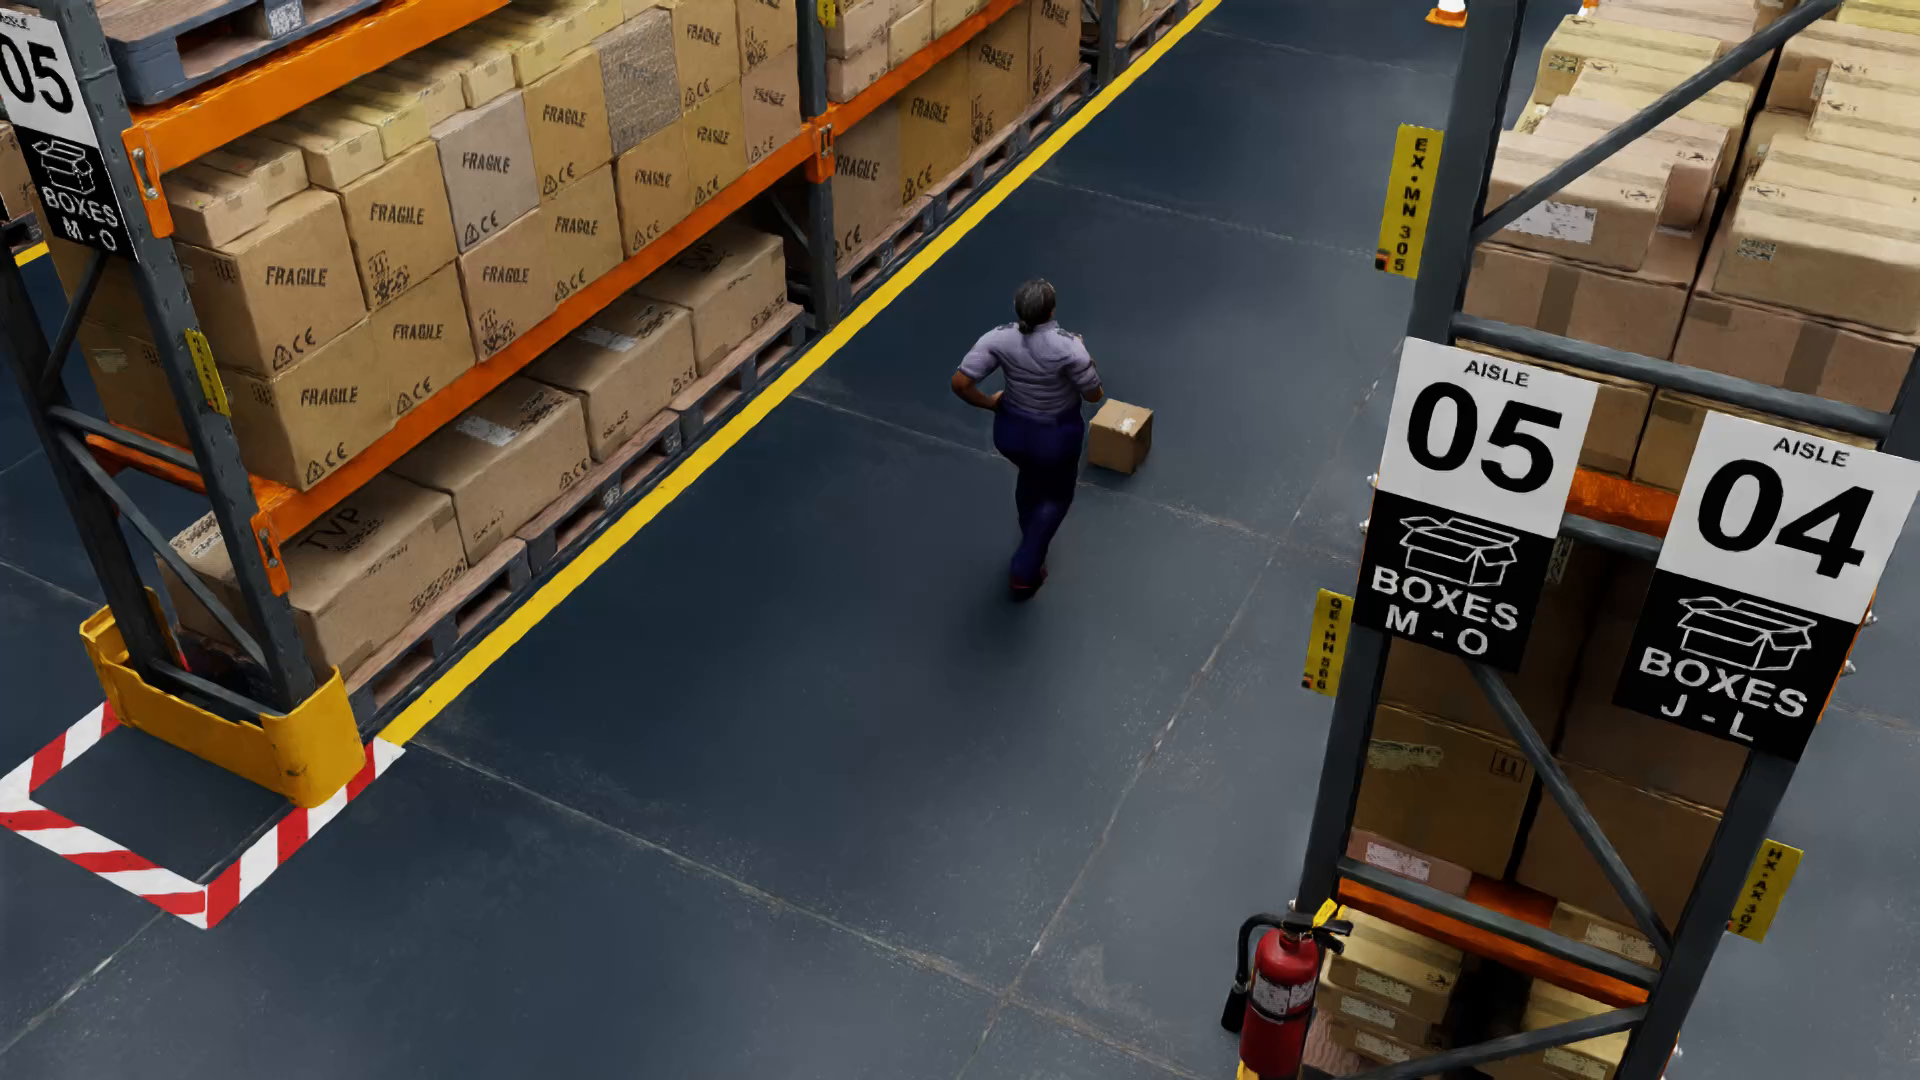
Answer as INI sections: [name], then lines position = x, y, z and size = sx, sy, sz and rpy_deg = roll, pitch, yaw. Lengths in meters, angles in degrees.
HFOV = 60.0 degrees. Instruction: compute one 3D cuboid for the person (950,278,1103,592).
[person]
position = 0.368, -0.487, 7.420
size = 0.581, 1.639, 0.709
rpy_deg = 19, 42, 22
